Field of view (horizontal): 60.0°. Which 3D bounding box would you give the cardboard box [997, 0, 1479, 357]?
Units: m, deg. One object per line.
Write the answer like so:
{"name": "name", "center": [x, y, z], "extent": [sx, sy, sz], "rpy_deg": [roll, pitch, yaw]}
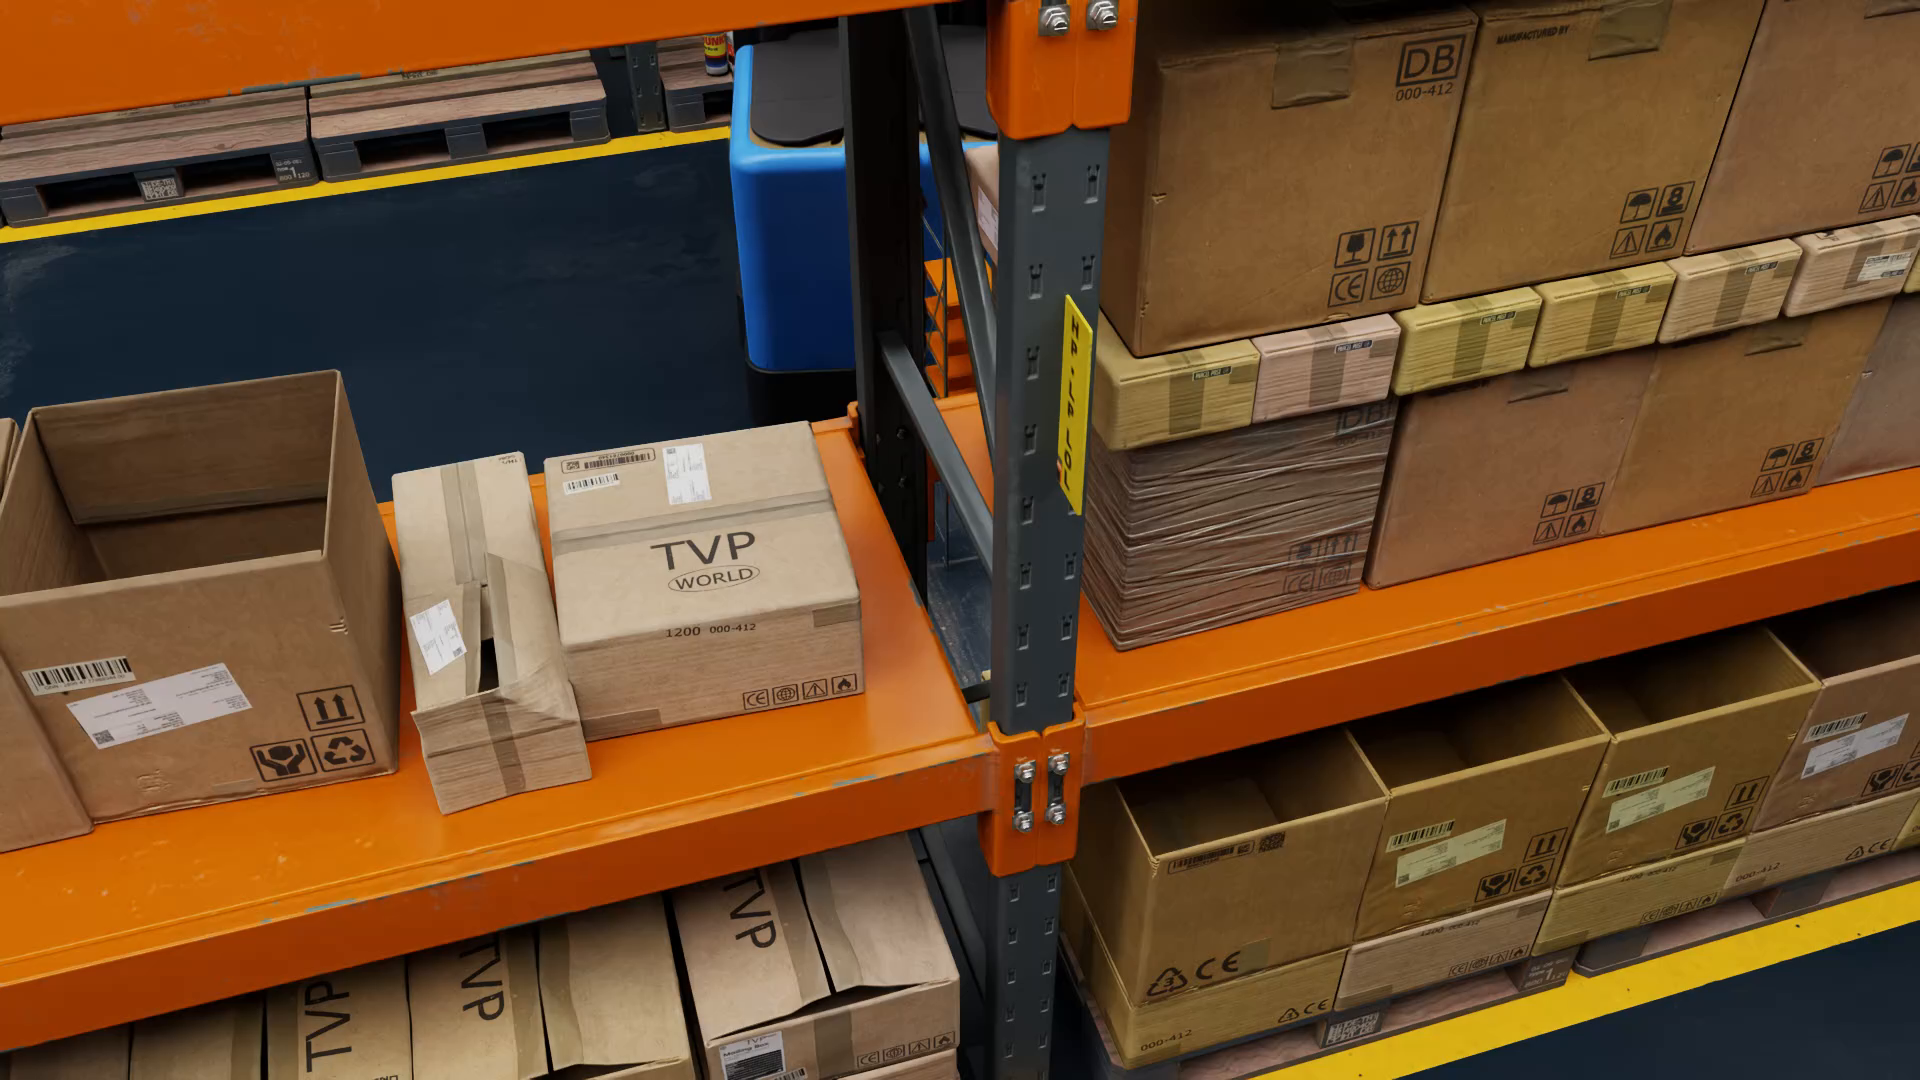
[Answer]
{"name": "cardboard box", "center": [0.410, -0.738, 2.753], "extent": [0.500, 0.500, 0.700], "rpy_deg": [-12, 42, -13]}

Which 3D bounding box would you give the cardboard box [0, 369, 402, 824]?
{"name": "cardboard box", "center": [-1.252, 0.088, 2.794], "extent": [0.500, 0.500, 0.500], "rpy_deg": [-9, 42, -10]}

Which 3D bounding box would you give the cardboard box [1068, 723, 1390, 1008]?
{"name": "cardboard box", "center": [0.525, 0.579, 3.508], "extent": [0.500, 0.500, 0.500], "rpy_deg": [-12, 42, -13]}

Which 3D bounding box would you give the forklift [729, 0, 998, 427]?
{"name": "forklift", "center": [-0.290, -2.424, 5.797], "extent": [1.130, 2.935, 3.031], "rpy_deg": [-3, 41, -3]}

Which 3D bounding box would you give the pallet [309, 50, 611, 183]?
{"name": "pallet", "center": [-2.234, -2.000, 7.379], "extent": [1.213, 0.211, 1.003], "rpy_deg": [-12, 42, -13]}

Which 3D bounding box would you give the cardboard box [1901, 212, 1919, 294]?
{"name": "cardboard box", "center": [1.779, -0.642, 3.136], "extent": [0.250, 0.149, 0.380], "rpy_deg": [-12, 43, -13]}

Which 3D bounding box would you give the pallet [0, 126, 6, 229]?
{"name": "pallet", "center": [-4.561, -1.518, 6.827], "extent": [1.213, 0.211, 1.003], "rpy_deg": [-12, 42, -13]}

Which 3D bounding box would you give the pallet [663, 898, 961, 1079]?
{"name": "pallet", "center": [-0.703, 1.100, 3.831], "extent": [1.213, 0.211, 1.003], "rpy_deg": [-12, 42, -13]}

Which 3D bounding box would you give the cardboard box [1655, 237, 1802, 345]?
{"name": "cardboard box", "center": [1.277, -0.537, 3.015], "extent": [0.250, 0.149, 0.380], "rpy_deg": [-13, 43, -14]}

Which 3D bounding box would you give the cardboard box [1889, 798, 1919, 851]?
{"name": "cardboard box", "center": [2.431, 0.464, 4.210], "extent": [0.500, 0.250, 0.500], "rpy_deg": [-12, 42, -13]}

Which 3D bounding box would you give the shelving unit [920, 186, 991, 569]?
{"name": "shelving unit", "center": [0.014, -0.455, 4.859], "extent": [0.189, 1.200, 0.258], "rpy_deg": [-12, 42, -13]}

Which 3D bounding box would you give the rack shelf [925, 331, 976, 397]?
{"name": "rack shelf", "center": [0.014, -0.512, 4.809], "extent": [0.180, 0.103, 0.258], "rpy_deg": [-12, 42, -13]}

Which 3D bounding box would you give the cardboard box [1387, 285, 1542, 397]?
{"name": "cardboard box", "center": [0.788, -0.436, 2.900], "extent": [0.250, 0.149, 0.380], "rpy_deg": [-13, 43, -14]}

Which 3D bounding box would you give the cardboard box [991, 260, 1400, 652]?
{"name": "cardboard box", "center": [0.410, -0.250, 3.180], "extent": [0.500, 0.500, 0.700], "rpy_deg": [-13, 43, -14]}

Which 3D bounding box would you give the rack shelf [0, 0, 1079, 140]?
{"name": "rack shelf", "center": [-1.919, -0.584, 1.905], "extent": [4.000, 0.370, 1.077], "rpy_deg": [-12, 42, -13]}

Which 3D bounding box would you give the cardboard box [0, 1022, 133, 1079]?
{"name": "cardboard box", "center": [-1.764, 1.107, 3.048], "extent": [0.500, 0.311, 0.500], "rpy_deg": [-12, 43, -14]}

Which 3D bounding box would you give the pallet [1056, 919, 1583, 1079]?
{"name": "pallet", "center": [0.759, 0.799, 4.175], "extent": [1.213, 0.211, 1.003], "rpy_deg": [-12, 42, -13]}

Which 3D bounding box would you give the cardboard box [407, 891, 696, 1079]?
{"name": "cardboard box", "center": [-0.806, 0.912, 3.270], "extent": [0.500, 0.311, 0.500], "rpy_deg": [-11, 42, -12]}

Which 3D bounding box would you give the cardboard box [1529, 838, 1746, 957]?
{"name": "cardboard box", "center": [1.478, 0.664, 3.980], "extent": [0.500, 0.250, 0.500], "rpy_deg": [-12, 42, -13]}

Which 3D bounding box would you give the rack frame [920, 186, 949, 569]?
{"name": "rack frame", "center": [-0.073, -0.437, 4.838], "extent": [0.006, 1.200, 0.240], "rpy_deg": [-12, 42, -13]}

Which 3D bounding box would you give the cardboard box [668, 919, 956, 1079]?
{"name": "cardboard box", "center": [-0.320, 1.021, 3.572], "extent": [0.500, 0.250, 0.500], "rpy_deg": [-12, 43, -13]}

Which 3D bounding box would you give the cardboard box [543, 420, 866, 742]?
{"name": "cardboard box", "center": [-0.468, 0.061, 3.015], "extent": [0.500, 0.250, 0.500], "rpy_deg": [-9, 42, -10]}

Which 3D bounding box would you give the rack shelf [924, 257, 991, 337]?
{"name": "rack shelf", "center": [0.014, -0.692, 4.651], "extent": [0.180, 0.103, 0.258], "rpy_deg": [-12, 42, -13]}

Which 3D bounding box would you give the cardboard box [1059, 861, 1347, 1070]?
{"name": "cardboard box", "center": [0.522, 0.856, 3.762], "extent": [0.500, 0.250, 0.500], "rpy_deg": [-12, 42, -13]}

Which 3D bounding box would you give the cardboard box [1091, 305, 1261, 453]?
{"name": "cardboard box", "center": [0.303, -0.334, 2.783], "extent": [0.250, 0.149, 0.380], "rpy_deg": [-12, 43, -13]}

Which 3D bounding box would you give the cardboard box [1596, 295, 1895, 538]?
{"name": "cardboard box", "center": [1.390, -0.455, 3.415], "extent": [0.500, 0.500, 0.700], "rpy_deg": [-11, 42, -12]}

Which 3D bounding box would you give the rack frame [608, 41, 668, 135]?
{"name": "rack frame", "center": [-1.496, -3.230, 6.667], "extent": [0.127, 3.000, 1.000], "rpy_deg": [-12, 42, -13]}

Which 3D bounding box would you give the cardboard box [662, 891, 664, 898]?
{"name": "cardboard box", "center": [-0.960, 0.567, 3.666], "extent": [0.500, 0.311, 0.500], "rpy_deg": [-12, 43, -14]}

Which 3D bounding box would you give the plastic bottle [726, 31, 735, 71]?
{"name": "plastic bottle", "center": [-0.964, -2.149, 7.223], "extent": [0.097, 0.201, 0.097], "rpy_deg": [0, 41, 0]}

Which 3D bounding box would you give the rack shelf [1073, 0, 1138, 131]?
{"name": "rack shelf", "center": [1.896, -1.374, 2.810], "extent": [4.000, 0.370, 1.077], "rpy_deg": [-12, 42, -13]}

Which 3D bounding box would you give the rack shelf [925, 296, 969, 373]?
{"name": "rack shelf", "center": [0.014, -0.602, 4.730], "extent": [0.180, 0.103, 0.258], "rpy_deg": [-12, 42, -13]}

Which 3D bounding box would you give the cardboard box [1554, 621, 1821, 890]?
{"name": "cardboard box", "center": [1.478, 0.382, 3.734], "extent": [0.500, 0.500, 0.500], "rpy_deg": [-12, 42, -13]}

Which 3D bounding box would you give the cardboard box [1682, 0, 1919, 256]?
{"name": "cardboard box", "center": [1.369, -0.937, 2.981], "extent": [0.500, 0.500, 0.700], "rpy_deg": [-12, 42, -13]}
